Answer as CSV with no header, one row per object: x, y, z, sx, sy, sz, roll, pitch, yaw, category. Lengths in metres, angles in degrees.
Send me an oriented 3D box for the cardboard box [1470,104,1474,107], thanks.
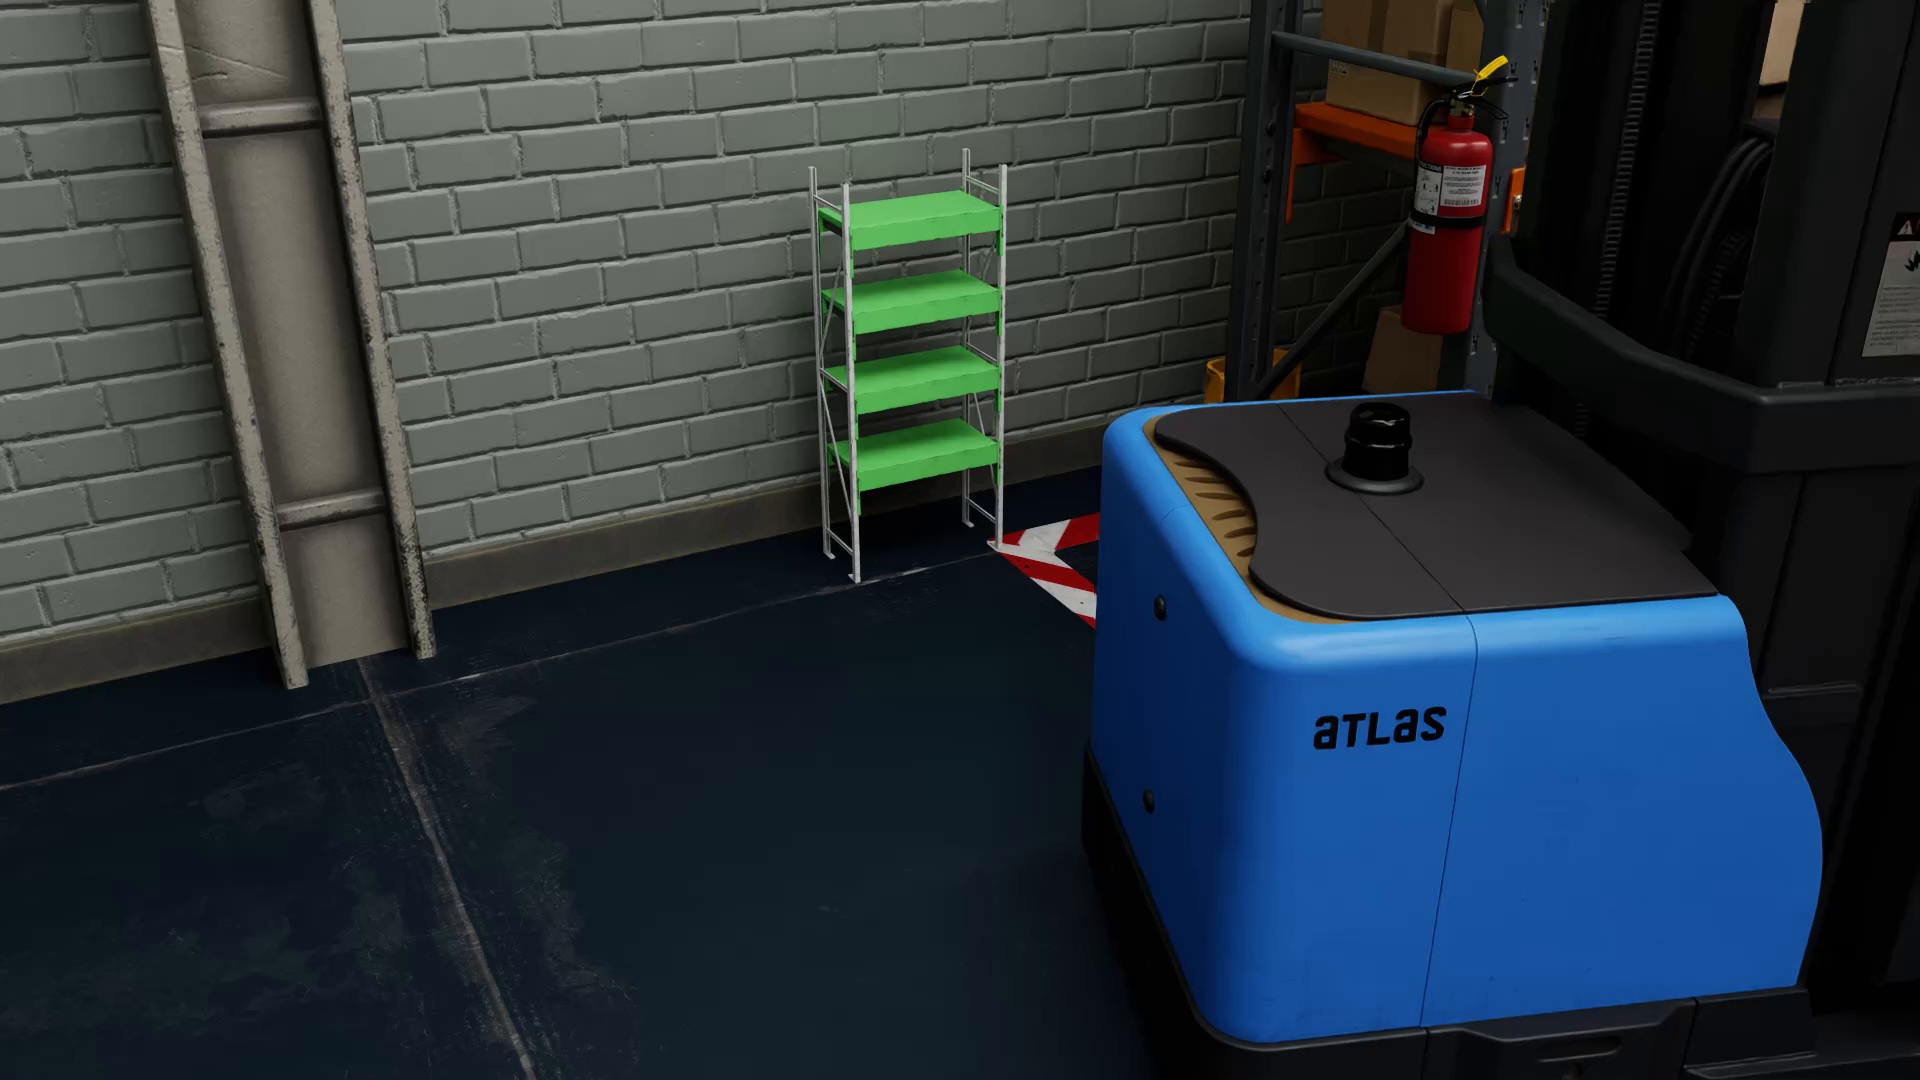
1.534,-1.107,4.380,0.250,0.149,0.380,-13,29,-25,cardboard box

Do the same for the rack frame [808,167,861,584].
-0.361,-0.457,4.817,0.015,1.200,0.240,-13,29,-25,rack frame

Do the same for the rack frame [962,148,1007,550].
0.069,-0.557,5.023,0.015,1.200,0.240,-13,29,-25,rack frame

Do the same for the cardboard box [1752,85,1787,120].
2.204,-1.271,4.722,0.250,0.149,0.380,-12,28,-23,cardboard box

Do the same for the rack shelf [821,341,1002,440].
-0.146,-0.450,4.948,0.480,0.148,0.258,-13,29,-25,rack shelf

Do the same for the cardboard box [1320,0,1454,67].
1.396,-1.519,4.778,0.500,0.250,0.500,-12,28,-24,cardboard box

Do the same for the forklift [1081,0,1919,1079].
1.832,-0.509,2.925,3.031,2.935,1.130,-4,26,-8,forklift

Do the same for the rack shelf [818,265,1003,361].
-0.146,-0.666,4.844,0.480,0.148,0.258,-13,29,-25,rack shelf

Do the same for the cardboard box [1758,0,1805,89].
2.087,-1.416,4.564,0.500,0.250,0.500,-13,28,-25,cardboard box

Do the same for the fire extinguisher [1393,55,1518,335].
1.202,-0.848,4.071,0.183,0.674,0.296,-13,29,-25,fire extinguisher

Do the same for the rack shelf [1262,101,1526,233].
2.879,-1.341,5.408,4.000,0.370,1.077,-13,29,-25,rack shelf

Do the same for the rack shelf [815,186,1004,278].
-0.146,-0.882,4.740,0.480,0.148,0.258,-13,29,-25,rack shelf

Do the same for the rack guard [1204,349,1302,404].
1.182,-0.146,4.977,0.348,0.500,1.175,-13,29,-25,rack guard

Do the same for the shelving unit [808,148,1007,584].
-0.146,-0.507,4.920,0.503,1.200,0.258,-13,29,-25,shelving unit

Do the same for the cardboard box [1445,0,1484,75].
1.642,-1.314,4.350,0.500,0.250,0.500,-13,28,-25,cardboard box

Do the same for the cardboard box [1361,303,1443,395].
1.699,-0.410,5.037,0.637,0.503,0.797,-14,29,-27,cardboard box

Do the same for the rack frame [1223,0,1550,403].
1.115,-1.258,4.404,0.127,3.000,1.000,-13,29,-25,rack frame

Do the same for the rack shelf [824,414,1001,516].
-0.146,-0.233,5.052,0.480,0.148,0.258,-13,29,-25,rack shelf

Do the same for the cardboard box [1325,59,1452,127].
1.281,-1.314,4.812,0.250,0.149,0.380,-13,29,-26,cardboard box
